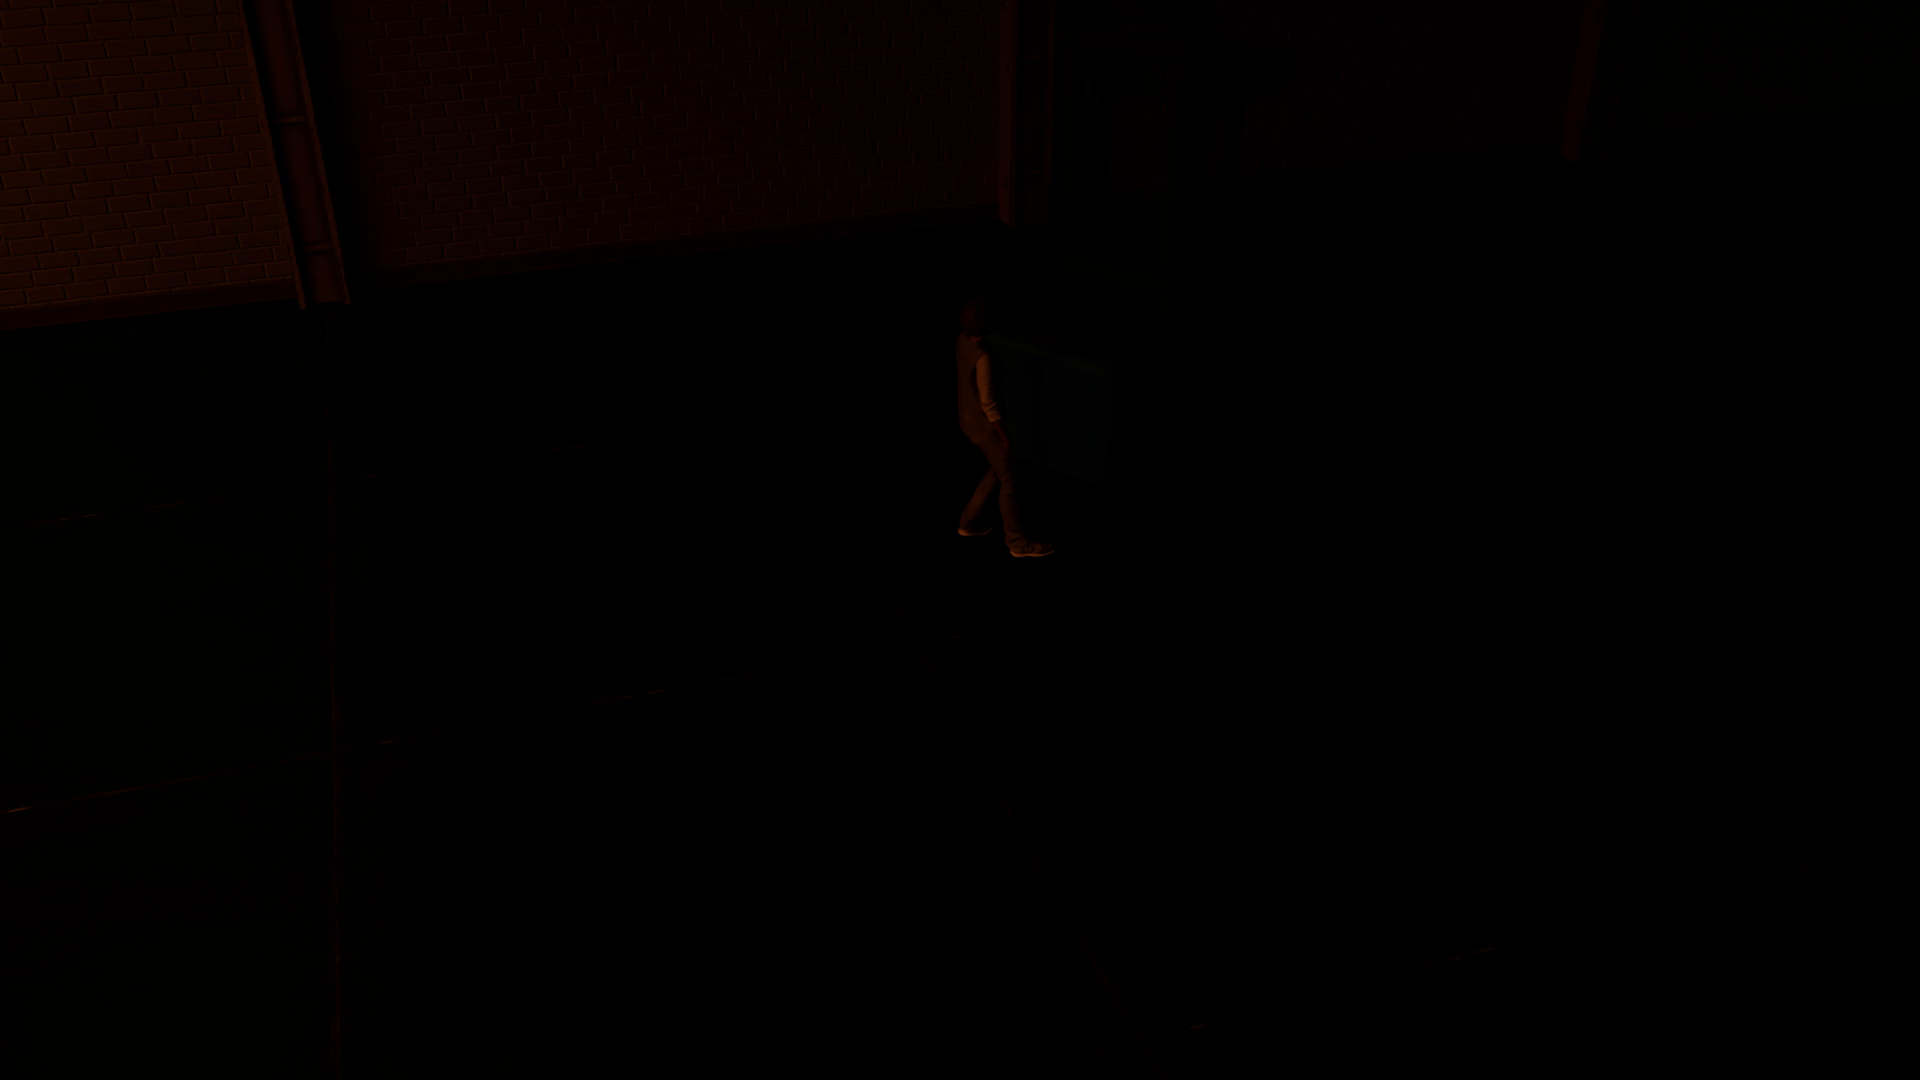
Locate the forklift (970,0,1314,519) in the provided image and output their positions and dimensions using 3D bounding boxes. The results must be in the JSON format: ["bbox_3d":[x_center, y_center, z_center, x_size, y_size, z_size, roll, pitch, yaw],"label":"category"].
[{"bbox_3d":[1.379,-2.066,10.678,1.130,2.935,3.031,22,36,33],"label":"forklift"}]

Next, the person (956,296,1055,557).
[{"bbox_3d":[0.253,-0.690,9.668,0.558,1.553,0.565,-5,30,-8],"label":"person"}]
